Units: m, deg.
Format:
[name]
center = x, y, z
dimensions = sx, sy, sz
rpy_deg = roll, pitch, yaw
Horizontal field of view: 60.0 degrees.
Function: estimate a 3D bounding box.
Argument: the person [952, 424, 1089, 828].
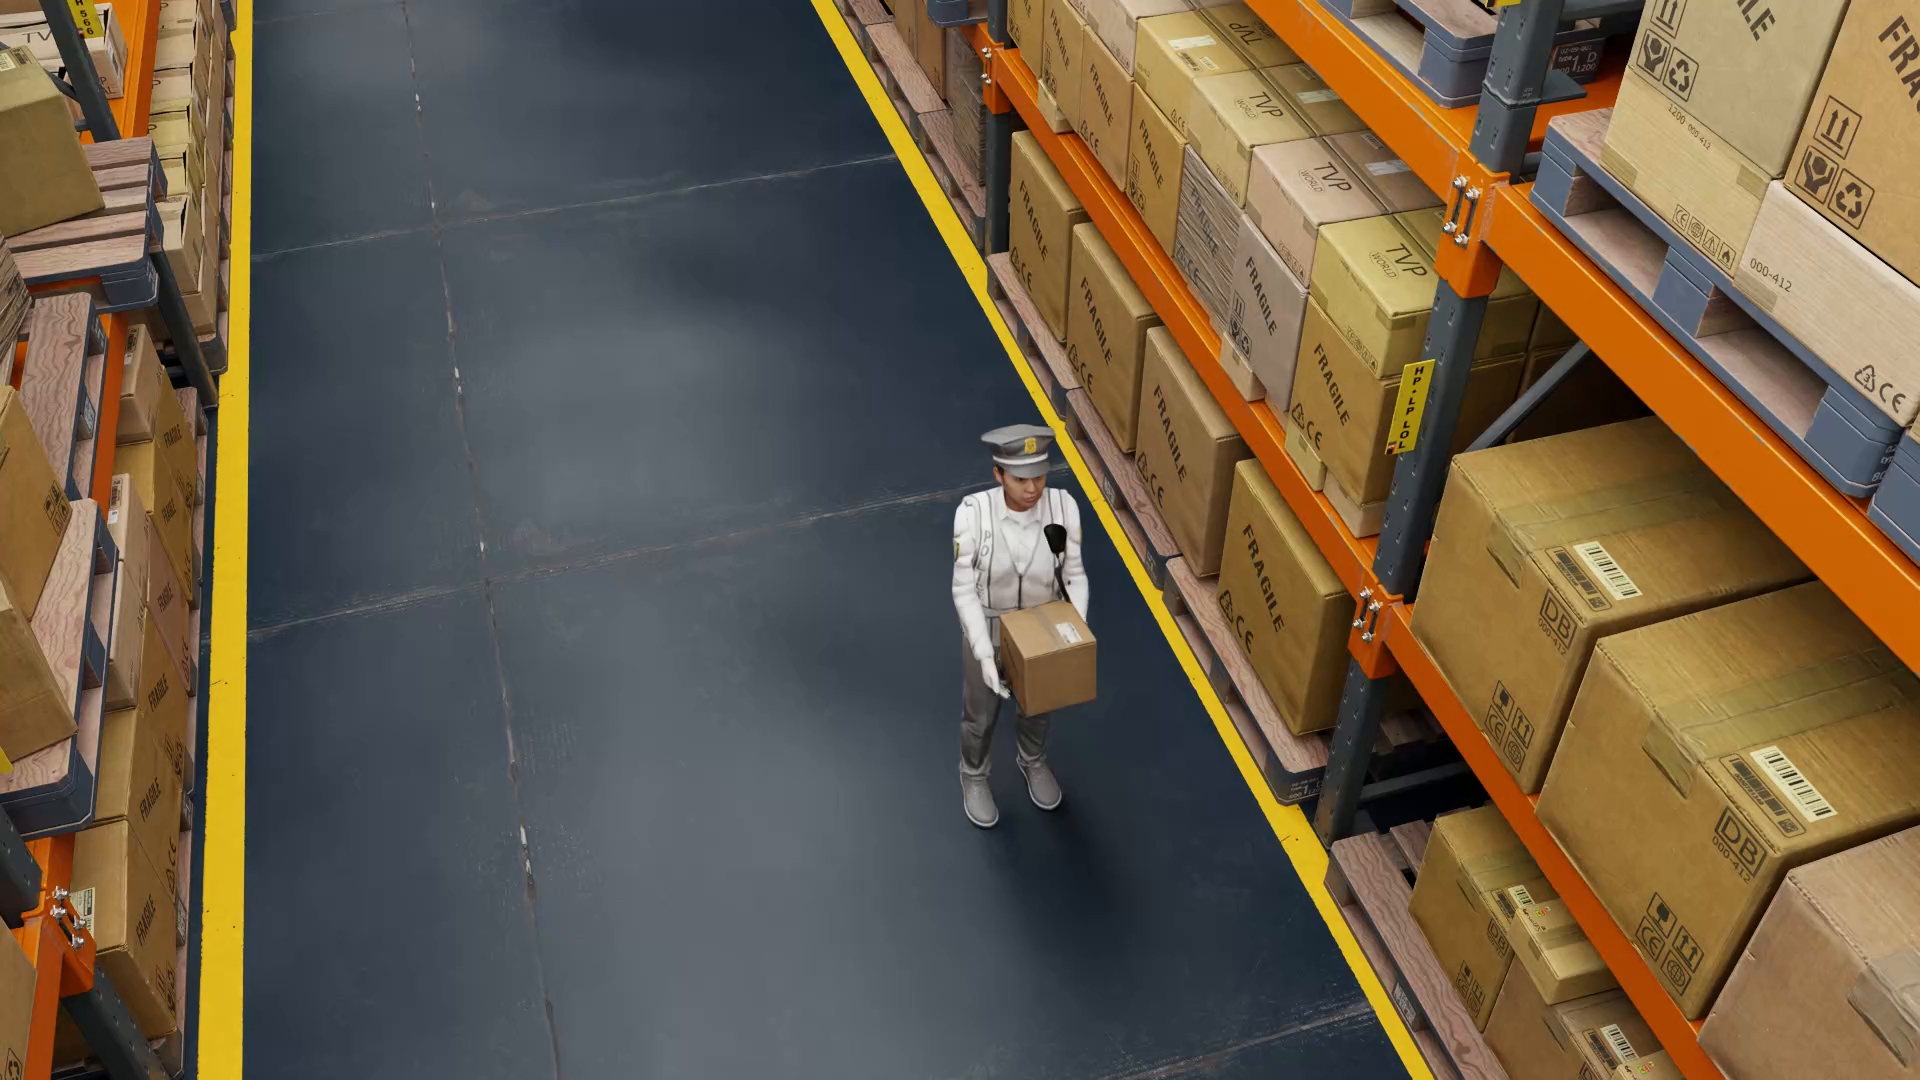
[person]
center = 0.209, 0.346, 5.756
dimensions = 0.468, 1.697, 0.552
rpy_deg = -7, 43, -8
